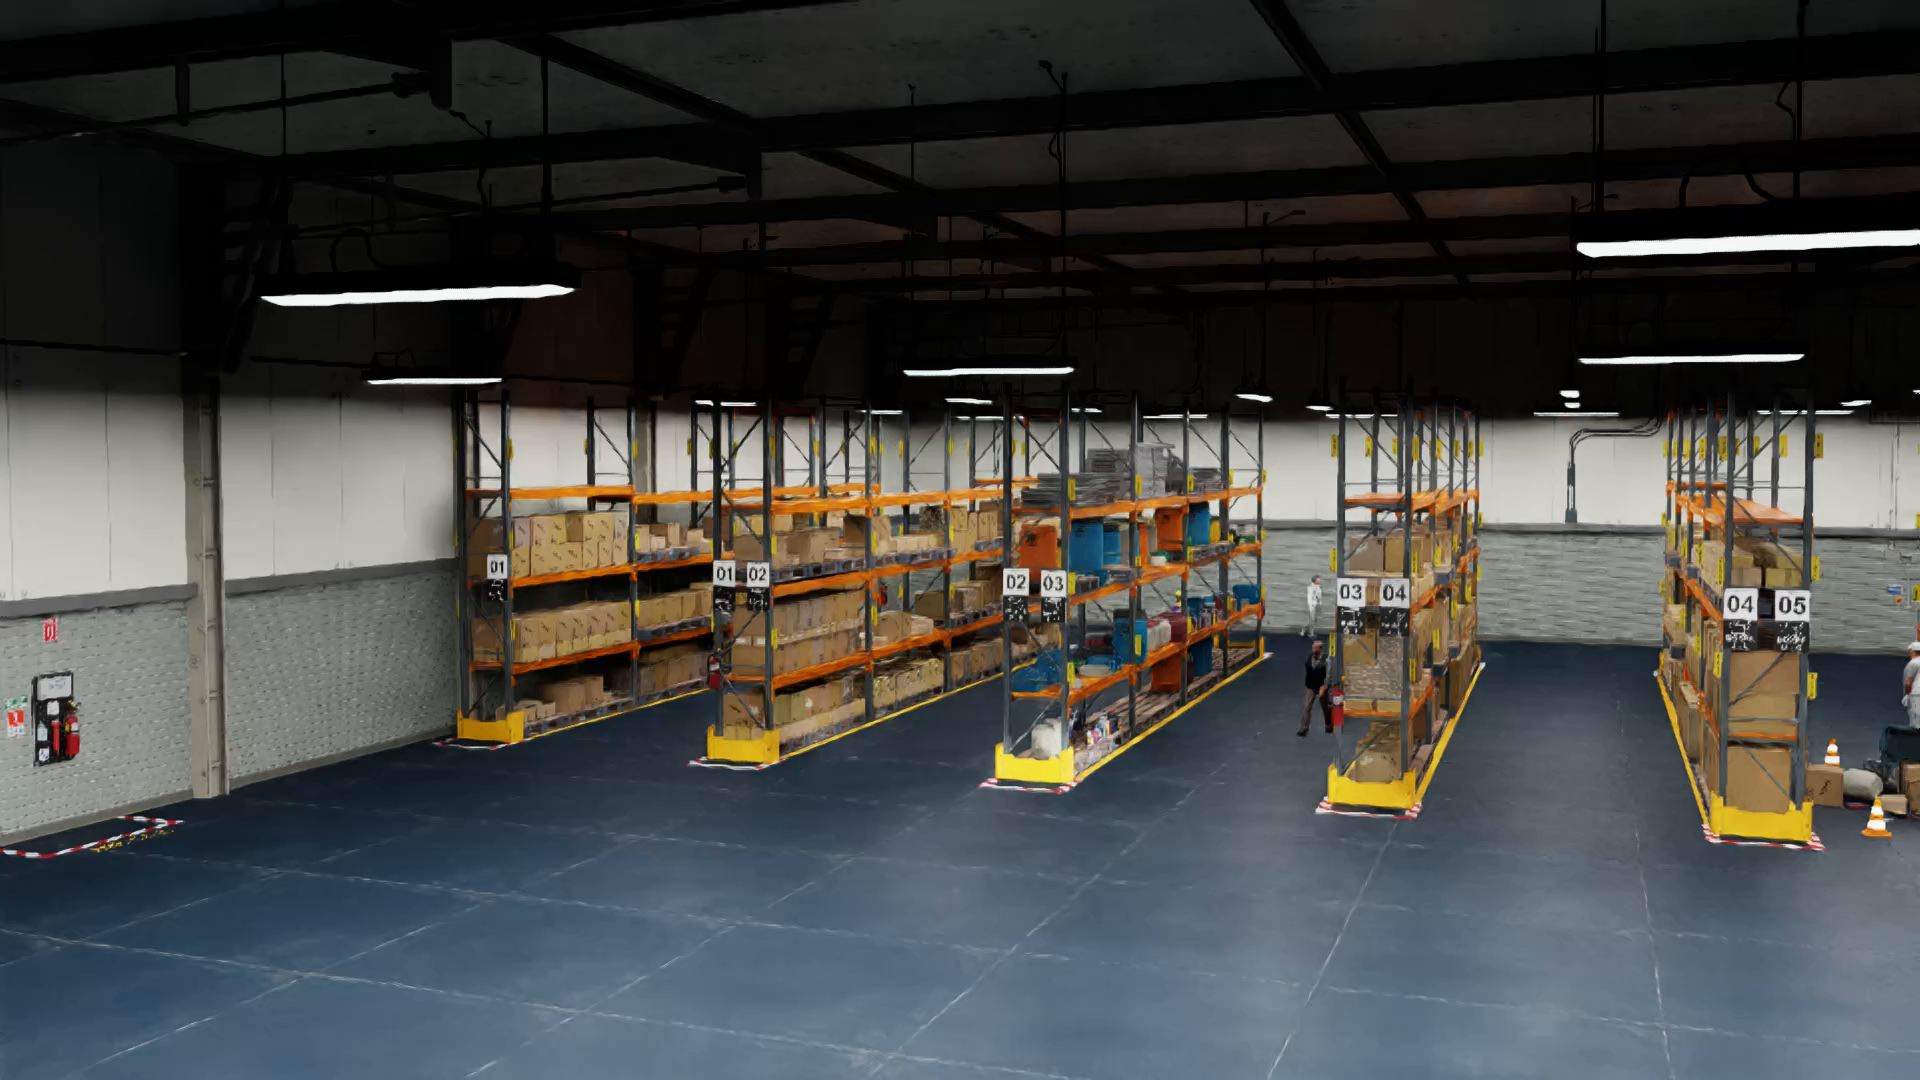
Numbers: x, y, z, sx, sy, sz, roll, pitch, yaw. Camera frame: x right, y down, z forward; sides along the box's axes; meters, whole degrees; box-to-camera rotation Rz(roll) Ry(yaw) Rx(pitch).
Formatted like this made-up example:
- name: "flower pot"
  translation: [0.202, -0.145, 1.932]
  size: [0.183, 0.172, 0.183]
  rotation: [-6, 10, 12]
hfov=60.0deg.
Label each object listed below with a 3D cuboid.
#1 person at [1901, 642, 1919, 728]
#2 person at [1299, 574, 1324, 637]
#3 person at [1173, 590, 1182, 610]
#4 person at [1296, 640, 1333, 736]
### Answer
- name: "person"
  translation: [15.798, 2.577, 27.575]
  size: [0.658, 1.785, 0.576]
  rotation: [-3, 4, -43]
- name: "person"
  translation: [9.319, 1.738, 44.054]
  size: [0.642, 1.659, 0.454]
  rotation: [-3, 4, -39]
- name: "person"
  translation: [5.022, 2.014, 37.987]
  size: [0.591, 1.763, 0.685]
  rotation: [3, 4, 42]
- name: "person"
  translation: [6.225, 2.568, 28.932]
  size: [0.539, 1.661, 1.033]
  rotation: [2, 4, 30]
